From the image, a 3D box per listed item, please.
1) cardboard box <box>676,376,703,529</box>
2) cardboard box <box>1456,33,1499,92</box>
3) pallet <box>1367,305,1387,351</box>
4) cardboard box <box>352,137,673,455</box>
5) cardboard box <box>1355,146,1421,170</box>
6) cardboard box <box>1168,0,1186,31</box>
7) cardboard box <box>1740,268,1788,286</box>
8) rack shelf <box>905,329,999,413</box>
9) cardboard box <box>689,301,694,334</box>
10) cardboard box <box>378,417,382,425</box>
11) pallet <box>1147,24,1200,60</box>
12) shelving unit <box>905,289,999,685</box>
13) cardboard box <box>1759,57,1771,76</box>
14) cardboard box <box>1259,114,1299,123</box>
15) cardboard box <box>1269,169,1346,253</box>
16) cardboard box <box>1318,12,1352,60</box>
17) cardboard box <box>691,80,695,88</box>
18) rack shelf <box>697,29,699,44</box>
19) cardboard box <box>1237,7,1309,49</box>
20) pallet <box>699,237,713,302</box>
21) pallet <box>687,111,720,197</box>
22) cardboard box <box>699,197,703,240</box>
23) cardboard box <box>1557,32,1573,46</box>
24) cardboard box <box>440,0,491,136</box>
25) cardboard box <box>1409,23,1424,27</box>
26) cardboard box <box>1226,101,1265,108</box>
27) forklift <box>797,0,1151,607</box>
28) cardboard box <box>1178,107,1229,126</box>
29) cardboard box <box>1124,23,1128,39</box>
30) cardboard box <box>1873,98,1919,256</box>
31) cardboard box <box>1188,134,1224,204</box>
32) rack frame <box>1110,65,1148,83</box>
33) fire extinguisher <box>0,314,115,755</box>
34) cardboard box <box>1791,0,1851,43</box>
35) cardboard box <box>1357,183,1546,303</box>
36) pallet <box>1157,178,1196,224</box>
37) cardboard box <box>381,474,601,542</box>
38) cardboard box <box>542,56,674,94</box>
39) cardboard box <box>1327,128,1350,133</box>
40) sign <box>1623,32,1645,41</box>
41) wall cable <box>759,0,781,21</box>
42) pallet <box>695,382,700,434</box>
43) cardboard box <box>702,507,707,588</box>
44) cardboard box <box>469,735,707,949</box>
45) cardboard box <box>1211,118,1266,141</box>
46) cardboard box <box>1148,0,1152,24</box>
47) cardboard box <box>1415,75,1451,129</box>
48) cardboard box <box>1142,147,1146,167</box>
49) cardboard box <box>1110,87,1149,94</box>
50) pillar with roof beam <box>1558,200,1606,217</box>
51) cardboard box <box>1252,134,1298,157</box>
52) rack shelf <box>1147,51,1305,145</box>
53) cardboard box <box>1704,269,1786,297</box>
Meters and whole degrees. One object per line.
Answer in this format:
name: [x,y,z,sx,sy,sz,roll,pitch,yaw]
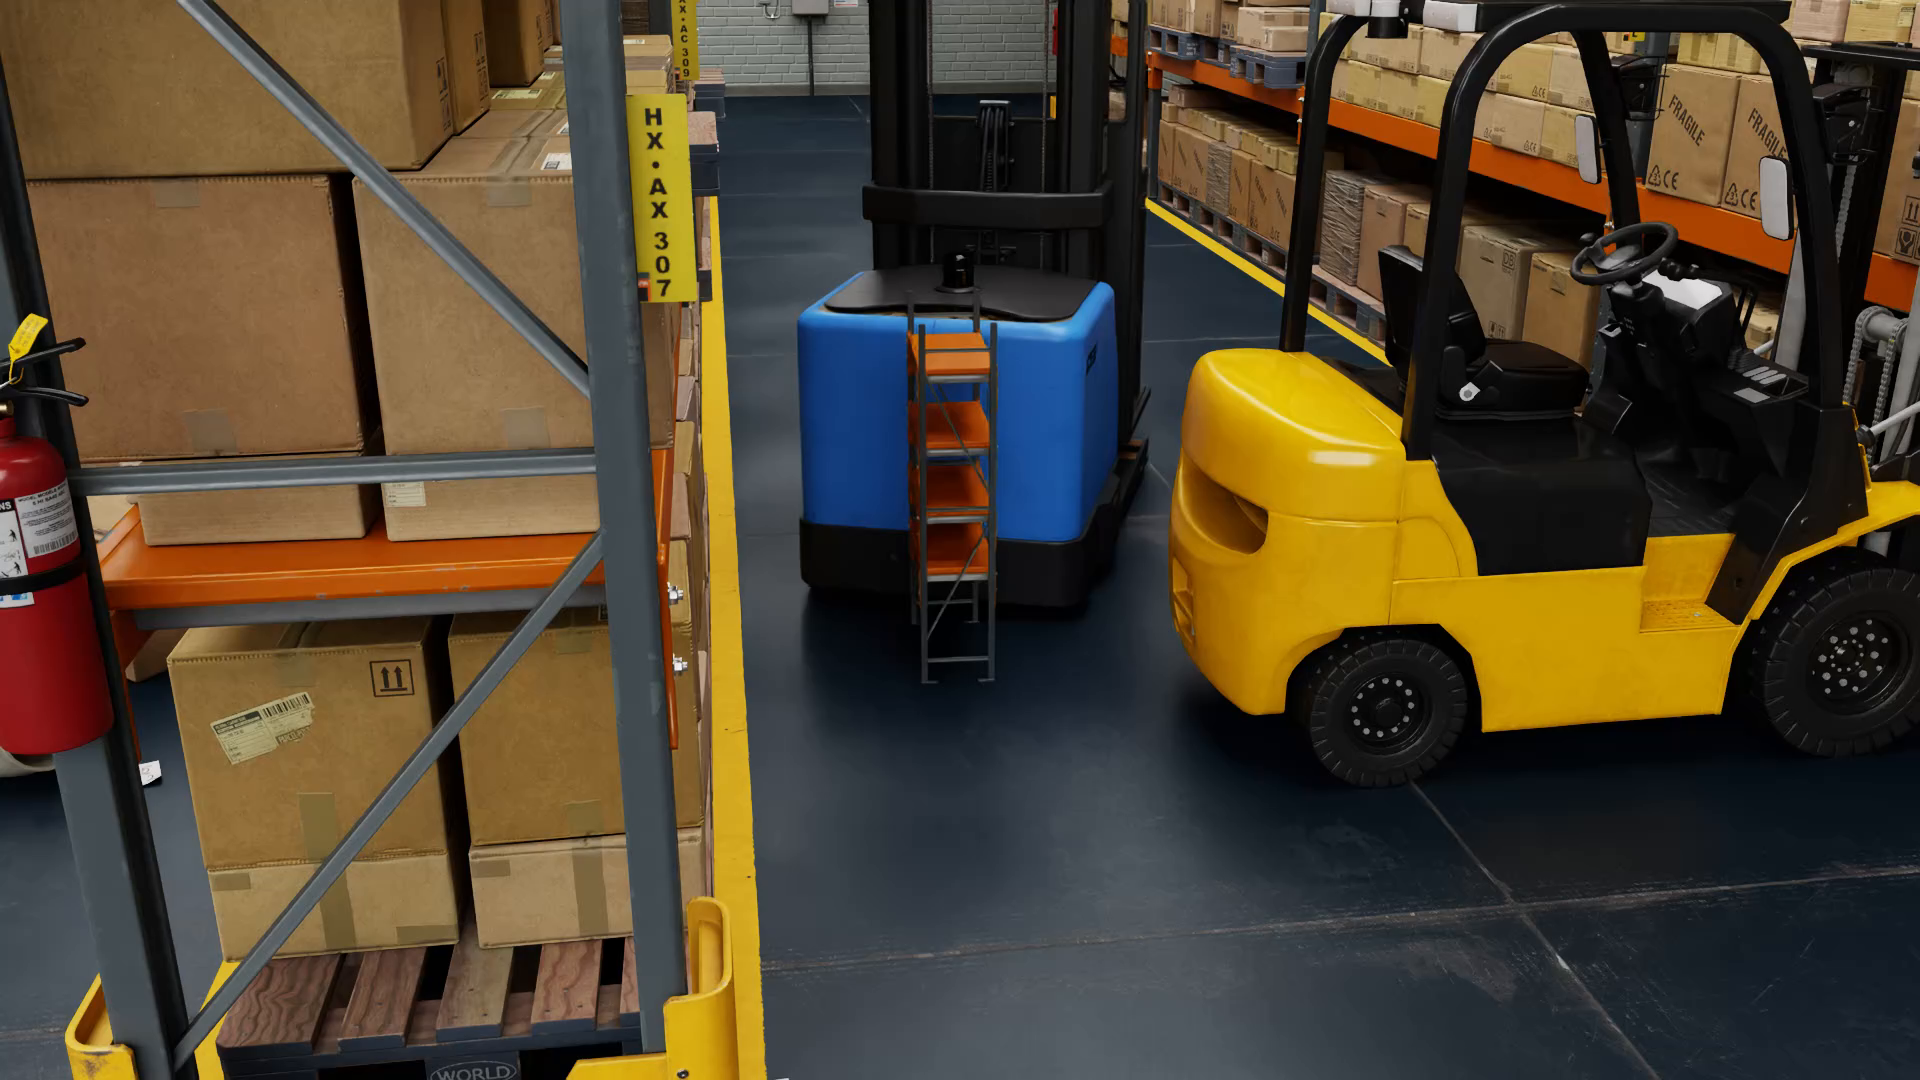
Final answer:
cardboard box: [-1.088,-0.206,5.238,0.500,0.500,0.500,-2,21,-5]
cardboard box: [2.850,-2.418,8.402,0.500,0.250,0.500,-3,21,-7]
pallet: [2.999,-1.112,9.391,1.003,0.211,1.213,-3,21,-8]
cardboard box: [-0.805,-0.469,3.117,0.500,0.500,0.500,-3,21,-9]
cardboard box: [2.980,-2.652,11.576,0.380,0.149,0.250,-2,21,-5]
cardboard box: [2.093,-4.397,13.458,0.700,0.500,0.500,-3,21,-7]
cardboard box: [3.585,-0.958,6.894,0.500,0.250,0.500,-3,21,-7]
rack shelf: [-0.031,-0.547,5.344,0.258,0.148,0.480,-2,21,-5]
cardboard box: [-1.875,-1.126,8.600,0.950,0.372,0.625,-2,21,-6]
cardboard box: [-1.439,-0.278,3.532,0.380,0.149,0.250,-3,21,-9]
pallet: [2.177,-4.139,13.786,1.003,0.211,1.213,-3,21,-8]
shelving unit: [-0.031,-0.179,5.481,0.258,1.200,0.503,-2,21,-5]
cardboard box: [3.213,-1.790,6.152,0.380,0.149,0.250,-3,21,-8]
cardboard box: [2.644,-3.368,13.492,0.380,0.149,0.250,-2,21,-6]
cardboard box: [2.473,-2.288,11.527,0.500,0.500,0.500,-2,21,-6]
cardboard box: [2.544,-3.123,10.291,0.500,0.250,0.500,-3,21,-8]
cardboard box: [-1.612,-2.496,8.870,0.380,0.149,0.250,-3,21,-7]
rack shelf: [-3.030,-4.615,15.814,1.077,0.370,4.000,-3,21,-8]
cardboard box: [2.274,-3.602,11.687,0.500,0.250,0.500,-4,21,-10]
pallet: [-2.204,-1.845,11.355,1.003,0.211,1.213,-3,21,-8]
pallet: [-1.554,-1.672,7.180,1.003,0.211,1.213,-3,21,-8]
cardboard box: [-2.307,-2.629,11.903,0.875,0.875,0.875,-3,21,-7]
cardboard box: [3.016,-2.375,7.718,0.380,0.149,0.250,-3,21,-8]
cardboard box: [-1.367,-1.101,3.380,0.700,0.500,0.500,-3,21,-7]
cardboard box: [2.697,-2.906,9.138,0.380,0.149,0.250,-2,21,-7]
cardboard box: [2.508,-3.728,14.456,0.380,0.149,0.250,-4,21,-10]
forklift: [0.238,-1.618,6.859,1.130,2.935,3.031,4,21,12]
cardboard box: [2.075,-3.611,14.143,0.380,0.149,0.250,-3,21,-9]
cardboard box: [1.743,-4.761,15.536,0.380,0.149,0.250,-2,21,-6]
cardboard box: [3.294,-1.267,5.678,0.500,0.500,0.500,-3,21,-8]
cardboard box: [2.171,-3.001,13.437,0.500,0.500,0.500,-4,21,-9]
rack frame: [1.593,-5.896,18.216,1.000,3.000,0.127,-3,21,-8]
fire extinguisher: [-1.451,-0.006,2.555,0.296,0.674,0.183,-3,21,-8]
cardboard box: [3.184,-1.838,5.855,0.380,0.149,0.250,-2,21,-7]
cardboard box: [2.925,-1.768,9.957,0.875,0.625,0.625,-2,21,-6]
pallet: [2.325,-2.925,14.247,1.003,0.211,1.213,-3,21,-8]
cardboard box: [-0.856,-0.115,3.097,0.380,0.149,0.250,-3,21,-8]
cardboard box: [-1.118,-1.177,5.013,0.500,0.500,0.500,-2,21,-6]
cardboard box: [2.820,-3.014,12.545,0.380,0.149,0.250,-3,21,-9]
sign: [2.788,-2.216,6.821,0.100,0.325,0.005,-3,21,-8]
wall cable: [-2.752,-8.147,22.791,0.588,1.984,0.122,-3,21,-8]
pallet: [-1.702,-0.453,7.627,1.003,0.211,1.213,-3,21,-8]
cardboard box: [-1.150,-0.023,5.821,0.500,0.250,0.500,-3,21,-9]
cardboard box: [-0.854,0.693,3.903,0.500,0.250,0.500,-3,21,-8]
cardboard box: [2.209,-3.254,13.188,0.380,0.149,0.250,-2,21,-6]
cardboard box: [1.855,-4.744,14.921,0.500,0.250,0.500,-2,21,-6]
cardboard box: [2.790,-2.358,8.957,0.500,0.250,0.500,-2,21,-6]
cardboard box: [1.799,-3.551,15.410,0.380,0.149,0.250,-4,21,-9]
cardboard box: [1.672,-4.408,17.202,0.700,0.500,0.500,-2,21,-6]
pillar with roof beam: [-0.434,-5.314,8.082,9.100,9.000,0.400,-3,21,-8]
cardboard box: [2.367,-2.894,12.223,0.380,0.149,0.250,-2,21,-6]
rack shelf: [2.458,-3.482,12.780,1.077,0.370,4.000,-3,21,-8]
cardboard box: [3.082,-0.935,6.834,0.500,0.250,0.500,-3,21,-9]
